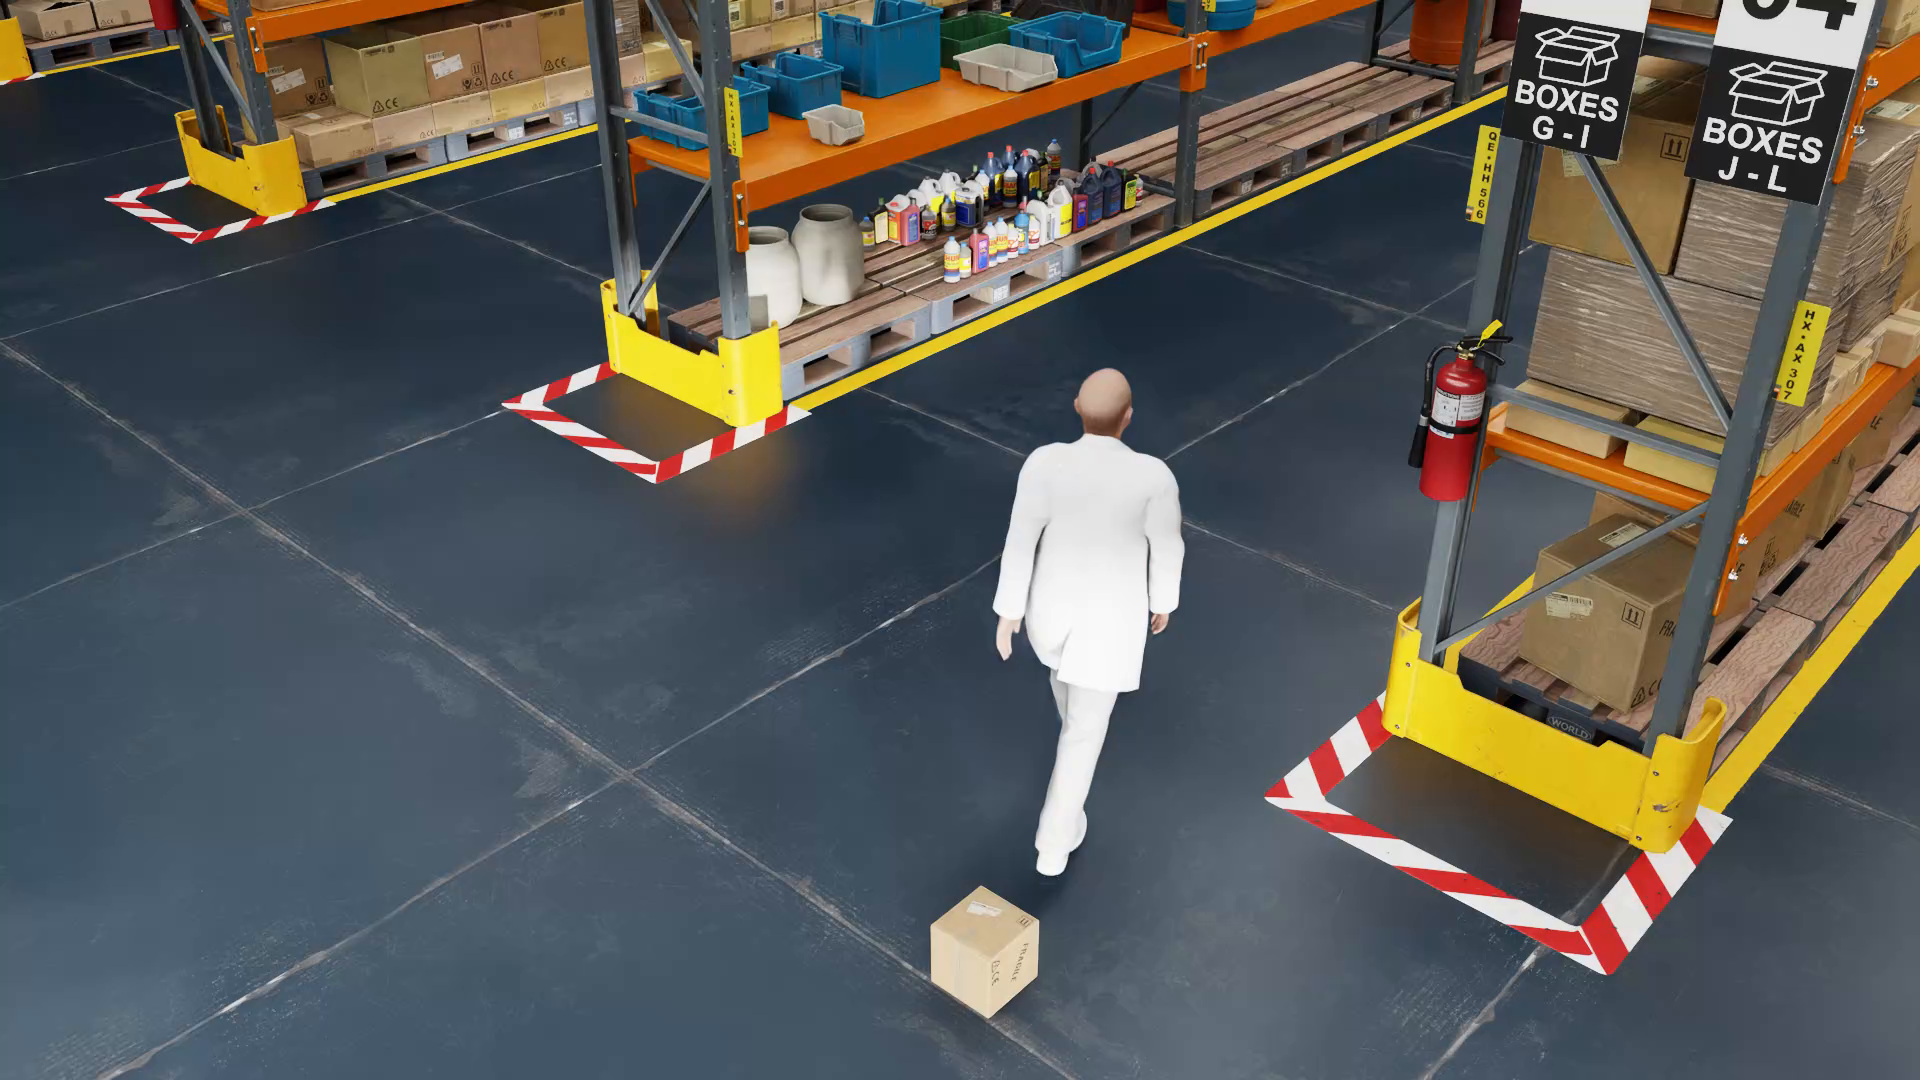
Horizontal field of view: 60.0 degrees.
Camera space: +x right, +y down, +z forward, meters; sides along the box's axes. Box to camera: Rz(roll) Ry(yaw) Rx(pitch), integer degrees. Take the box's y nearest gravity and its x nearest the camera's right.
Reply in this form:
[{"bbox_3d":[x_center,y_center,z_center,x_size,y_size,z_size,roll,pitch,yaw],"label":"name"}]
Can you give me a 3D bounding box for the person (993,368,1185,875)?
[{"bbox_3d":[0.473,0.194,5.806,0.607,1.713,1.099,11,33,18],"label":"person"}]
